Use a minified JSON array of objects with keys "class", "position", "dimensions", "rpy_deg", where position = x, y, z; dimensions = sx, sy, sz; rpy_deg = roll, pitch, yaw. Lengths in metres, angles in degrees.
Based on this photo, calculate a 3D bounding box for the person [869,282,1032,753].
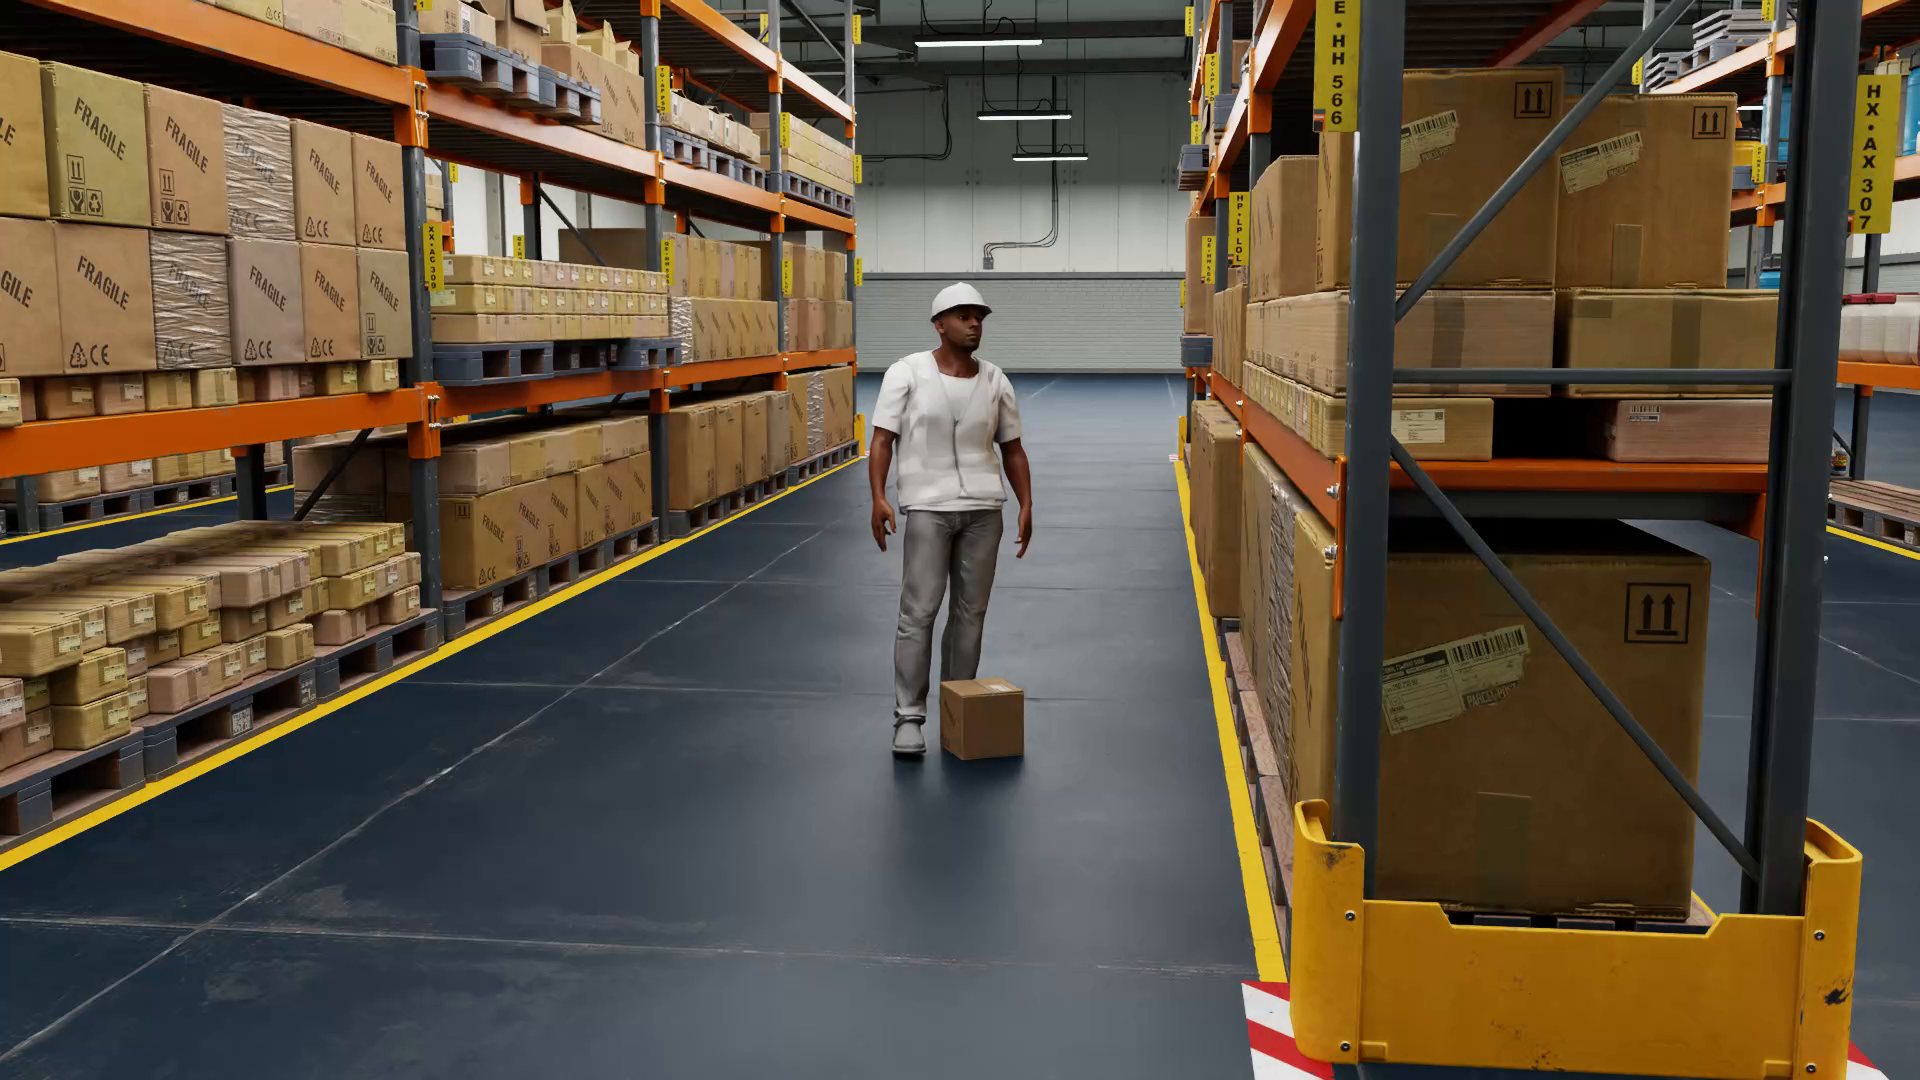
[{"class":"person","position":[-0.010,-0.103,6.413],"dimensions":[0.666,1.765,0.578],"rpy_deg":[-2,8,-18]}]
